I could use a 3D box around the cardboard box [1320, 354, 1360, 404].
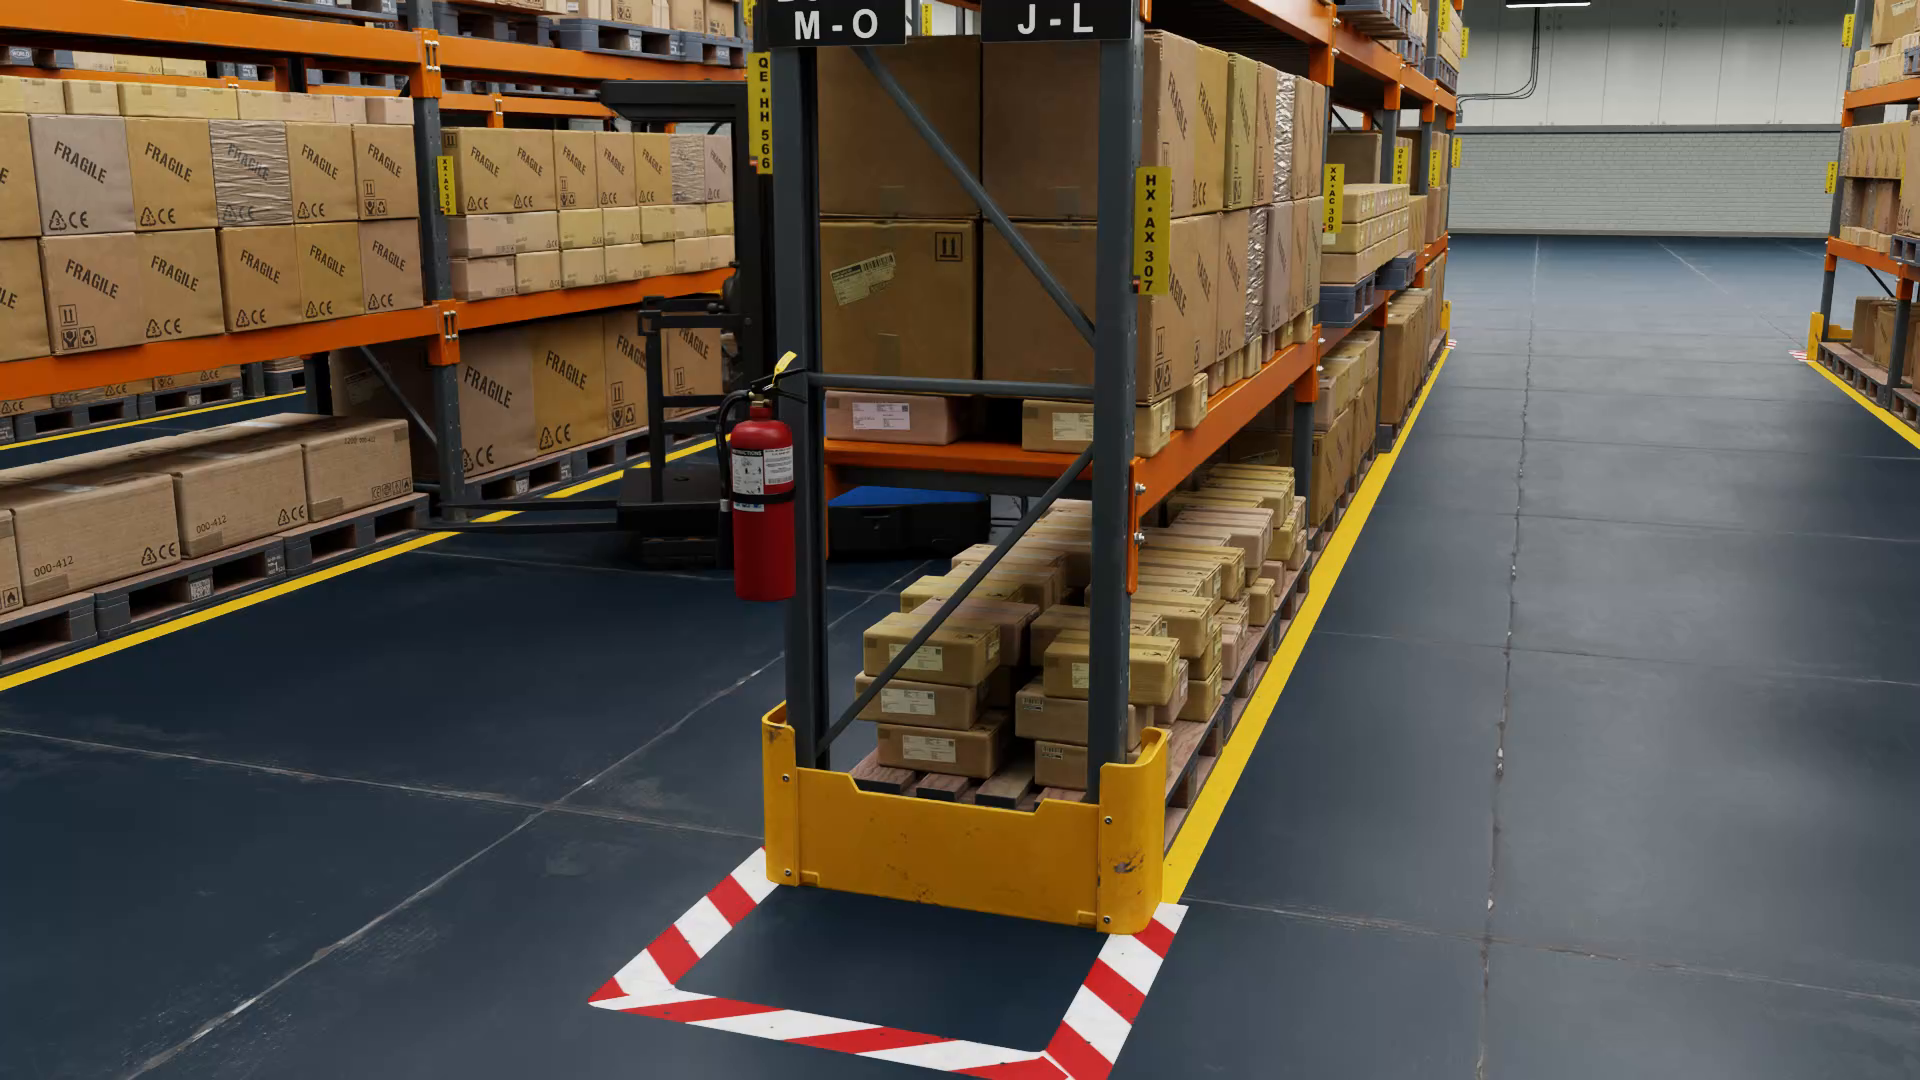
[{"bbox_3d":[2.102,-0.966,9.966,0.500,0.250,0.500,5,14,21],"label":"cardboard box"}]

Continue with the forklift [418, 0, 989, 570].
[{"bbox_3d":[-1.406,-1.396,9.018,3.031,2.935,1.130,-2,13,-9],"label":"forklift"}]

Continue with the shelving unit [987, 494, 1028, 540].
[{"bbox_3d":[0.262,-0.604,9.437,0.258,1.200,0.189,2,13,8],"label":"shelving unit"}]

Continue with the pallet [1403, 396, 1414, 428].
[{"bbox_3d":[3.291,-1.157,14.084,1.003,0.211,1.213,4,14,18],"label":"pallet"}]

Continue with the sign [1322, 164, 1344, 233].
[{"bbox_3d":[1.790,-1.643,7.998,0.100,0.325,0.005,4,14,18],"label":"sign"}]

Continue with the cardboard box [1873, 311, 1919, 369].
[{"bbox_3d":[8.995,-1.889,15.697,0.500,0.500,0.500,3,13,13],"label":"cardboard box"}]

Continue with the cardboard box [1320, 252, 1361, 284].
[{"bbox_3d":[1.837,-1.390,8.458,0.380,0.149,0.250,4,13,16],"label":"cardboard box"}]

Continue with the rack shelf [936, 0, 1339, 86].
[{"bbox_3d":[0.627,-1.949,6.160,1.077,0.370,4.000,4,14,18],"label":"rack shelf"}]

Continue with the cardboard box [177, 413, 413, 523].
[{"bbox_3d":[-3.747,-0.424,9.420,0.875,0.438,0.875,4,13,18],"label":"cardboard box"}]

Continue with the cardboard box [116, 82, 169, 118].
[{"bbox_3d":[-3.818,-1.982,7.500,0.380,0.149,0.250,4,13,17],"label":"cardboard box"}]

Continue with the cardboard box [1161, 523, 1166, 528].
[{"bbox_3d":[0.722,0.006,7.516,0.380,0.149,0.250,4,13,16],"label":"cardboard box"}]

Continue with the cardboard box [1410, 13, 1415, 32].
[{"bbox_3d":[3.173,-3.985,12.634,0.500,0.250,0.500,5,14,20],"label":"cardboard box"}]

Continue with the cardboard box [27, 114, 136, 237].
[{"bbox_3d":[-3.992,-1.586,7.223,0.500,0.500,0.500,4,14,18],"label":"cardboard box"}]

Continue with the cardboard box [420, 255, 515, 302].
[{"bbox_3d":[-3.050,-1.594,10.066,0.500,0.250,0.500,4,13,17],"label":"cardboard box"}]

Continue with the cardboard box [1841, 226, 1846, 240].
[{"bbox_3d":[9.400,-3.190,17.286,0.380,0.149,0.250,4,14,18],"label":"cardboard box"}]

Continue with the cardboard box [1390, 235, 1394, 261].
[{"bbox_3d":[2.509,-1.830,10.386,0.380,0.149,0.250,4,13,16],"label":"cardboard box"}]

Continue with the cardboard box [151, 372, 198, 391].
[{"bbox_3d":[-6.951,-1.569,14.294,0.500,0.500,0.500,4,13,18],"label":"cardboard box"}]

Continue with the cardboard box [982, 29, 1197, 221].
[{"bbox_3d":[0.376,-1.172,4.743,0.500,0.500,0.500,4,14,18],"label":"cardboard box"}]

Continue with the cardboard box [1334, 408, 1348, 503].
[{"bbox_3d":[1.934,-0.492,9.576,0.500,0.500,0.500,5,14,21],"label":"cardboard box"}]

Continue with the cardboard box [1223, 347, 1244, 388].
[{"bbox_3d":[0.851,-0.670,6.247,0.380,0.149,0.250,5,14,20],"label":"cardboard box"}]

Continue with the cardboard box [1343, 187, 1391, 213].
[{"bbox_3d":[2.338,-2.009,9.835,0.380,0.149,0.250,5,14,20],"label":"cardboard box"}]

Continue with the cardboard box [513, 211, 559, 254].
[{"bbox_3d":[-2.891,-1.948,10.495,0.500,0.250,0.500,5,14,19],"label":"cardboard box"}]

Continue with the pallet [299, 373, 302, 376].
[{"bbox_3d":[-6.146,-1.859,17.158,1.003,0.211,1.213,4,14,18],"label":"pallet"}]

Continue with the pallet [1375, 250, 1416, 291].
[{"bbox_3d":[2.439,-1.849,11.279,1.213,0.211,1.003,4,14,18],"label":"pallet"}]

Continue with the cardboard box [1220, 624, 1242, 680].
[{"bbox_3d":[0.875,0.416,6.389,0.380,0.149,0.250,4,13,16],"label":"cardboard box"}]

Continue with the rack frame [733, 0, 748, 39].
[{"bbox_3d":[-2.148,-5.360,12.749,1.000,3.000,0.127,4,14,18],"label":"rack frame"}]

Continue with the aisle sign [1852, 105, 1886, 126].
[{"bbox_3d":[9.554,-4.708,17.533,0.394,0.787,0.004,4,14,18],"label":"aisle sign"}]

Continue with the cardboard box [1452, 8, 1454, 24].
[{"bbox_3d":[4.794,-5.297,16.818,0.380,0.149,0.250,4,14,18],"label":"cardboard box"}]

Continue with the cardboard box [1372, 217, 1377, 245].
[{"bbox_3d":[2.086,-1.699,9.143,0.380,0.149,0.250,4,13,16],"label":"cardboard box"}]

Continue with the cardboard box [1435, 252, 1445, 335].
[{"bbox_3d":[5.000,-2.806,18.872,0.875,0.875,0.875,4,14,19],"label":"cardboard box"}]

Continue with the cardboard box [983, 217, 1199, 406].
[{"bbox_3d":[0.387,-0.684,4.851,0.500,0.500,0.500,5,14,21],"label":"cardboard box"}]

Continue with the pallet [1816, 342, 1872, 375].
[{"bbox_3d":[9.496,-1.862,17.172,1.003,0.211,1.213,4,14,18],"label":"pallet"}]

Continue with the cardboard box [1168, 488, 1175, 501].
[{"bbox_3d":[0.786,-0.195,7.726,0.380,0.149,0.250,4,14,18],"label":"cardboard box"}]

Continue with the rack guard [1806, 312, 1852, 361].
[{"bbox_3d":[9.793,-2.172,17.879,1.175,0.500,0.348,4,14,18],"label":"rack guard"}]

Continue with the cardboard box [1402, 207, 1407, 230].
[{"bbox_3d":[2.755,-2.134,11.050,0.380,0.149,0.250,5,14,21],"label":"cardboard box"}]

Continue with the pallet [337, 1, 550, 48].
[{"bbox_3d":[-3.192,-3.159,10.276,0.805,0.209,1.217,4,13,16],"label":"pallet"}]

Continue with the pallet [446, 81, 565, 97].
[{"bbox_3d":[-5.300,-5.235,19.140,1.003,0.211,1.213,4,14,18],"label":"pallet"}]

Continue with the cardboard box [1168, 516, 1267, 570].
[{"bbox_3d":[1.053,0.011,6.826,0.380,0.149,0.250,4,13,16],"label":"cardboard box"}]

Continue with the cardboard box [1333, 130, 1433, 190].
[{"bbox_3d":[4.015,-3.617,15.831,0.875,0.550,0.550,4,14,18],"label":"cardboard box"}]

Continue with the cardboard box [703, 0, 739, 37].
[{"bbox_3d":[-2.127,-4.063,12.629,0.797,0.503,0.637,3,13,15],"label":"cardboard box"}]

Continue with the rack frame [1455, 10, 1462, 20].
[{"bbox_3d":[5.157,-6.709,18.661,1.000,3.000,0.127,4,14,18],"label":"rack frame"}]

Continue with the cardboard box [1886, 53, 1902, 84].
[{"bbox_3d":[8.762,-4.285,15.117,0.500,0.250,0.500,4,14,18],"label":"cardboard box"}]

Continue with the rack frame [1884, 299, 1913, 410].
[{"bbox_3d":[8.523,-2.564,13.981,1.000,3.000,0.127,4,14,18],"label":"rack frame"}]

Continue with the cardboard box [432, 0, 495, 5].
[{"bbox_3d":[-2.949,-3.275,9.712,0.396,0.266,0.258,4,14,18],"label":"cardboard box"}]

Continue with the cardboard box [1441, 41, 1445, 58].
[{"bbox_3d":[4.384,-4.643,15.743,0.380,0.149,0.250,4,14,19],"label":"cardboard box"}]

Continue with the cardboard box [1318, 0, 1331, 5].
[{"bbox_3d":[1.371,-2.524,7.403,0.500,0.250,0.500,5,14,20],"label":"cardboard box"}]

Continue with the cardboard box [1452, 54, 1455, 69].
[{"bbox_3d":[5.041,-5.069,17.612,0.380,0.149,0.250,4,13,18],"label":"cardboard box"}]

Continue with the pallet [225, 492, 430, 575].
[{"bbox_3d":[-3.762,-0.079,9.360,1.003,0.211,1.213,4,14,18],"label":"pallet"}]

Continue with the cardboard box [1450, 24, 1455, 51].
[{"bbox_3d":[4.773,-5.132,16.992,0.500,0.250,0.500,4,14,19],"label":"cardboard box"}]

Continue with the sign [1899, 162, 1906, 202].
[{"bbox_3d":[8.007,-3.023,14.048,0.100,0.325,0.005,4,14,18],"label":"sign"}]

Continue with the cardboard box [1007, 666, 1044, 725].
[{"bbox_3d":[0.107,0.533,5.876,0.380,0.149,0.250,4,14,18],"label":"cardboard box"}]

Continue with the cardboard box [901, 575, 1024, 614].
[{"bbox_3d":[0.011,0.237,5.834,0.380,0.149,0.250,4,13,17],"label":"cardboard box"}]

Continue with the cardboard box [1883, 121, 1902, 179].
[{"bbox_3d":[8.569,-3.465,14.789,0.500,0.500,0.500,4,14,18],"label":"cardboard box"}]

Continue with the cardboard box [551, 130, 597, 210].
[{"bbox_3d":[-2.725,-2.416,10.859,0.500,0.500,0.500,4,13,17],"label":"cardboard box"}]

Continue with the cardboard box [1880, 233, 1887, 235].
[{"bbox_3d":[8.766,-2.768,15.437,0.380,0.149,0.250,4,14,18],"label":"cardboard box"}]

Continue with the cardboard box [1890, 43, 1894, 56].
[{"bbox_3d":[9.020,-4.621,15.694,0.380,0.149,0.250,4,14,18],"label":"cardboard box"}]

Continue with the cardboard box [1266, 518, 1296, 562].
[{"bbox_3d":[1.327,-0.013,7.599,0.380,0.149,0.250,4,13,16],"label":"cardboard box"}]

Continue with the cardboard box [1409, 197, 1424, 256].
[{"bbox_3d":[3.783,-2.756,14.595,0.500,0.500,0.500,4,14,18],"label":"cardboard box"}]
